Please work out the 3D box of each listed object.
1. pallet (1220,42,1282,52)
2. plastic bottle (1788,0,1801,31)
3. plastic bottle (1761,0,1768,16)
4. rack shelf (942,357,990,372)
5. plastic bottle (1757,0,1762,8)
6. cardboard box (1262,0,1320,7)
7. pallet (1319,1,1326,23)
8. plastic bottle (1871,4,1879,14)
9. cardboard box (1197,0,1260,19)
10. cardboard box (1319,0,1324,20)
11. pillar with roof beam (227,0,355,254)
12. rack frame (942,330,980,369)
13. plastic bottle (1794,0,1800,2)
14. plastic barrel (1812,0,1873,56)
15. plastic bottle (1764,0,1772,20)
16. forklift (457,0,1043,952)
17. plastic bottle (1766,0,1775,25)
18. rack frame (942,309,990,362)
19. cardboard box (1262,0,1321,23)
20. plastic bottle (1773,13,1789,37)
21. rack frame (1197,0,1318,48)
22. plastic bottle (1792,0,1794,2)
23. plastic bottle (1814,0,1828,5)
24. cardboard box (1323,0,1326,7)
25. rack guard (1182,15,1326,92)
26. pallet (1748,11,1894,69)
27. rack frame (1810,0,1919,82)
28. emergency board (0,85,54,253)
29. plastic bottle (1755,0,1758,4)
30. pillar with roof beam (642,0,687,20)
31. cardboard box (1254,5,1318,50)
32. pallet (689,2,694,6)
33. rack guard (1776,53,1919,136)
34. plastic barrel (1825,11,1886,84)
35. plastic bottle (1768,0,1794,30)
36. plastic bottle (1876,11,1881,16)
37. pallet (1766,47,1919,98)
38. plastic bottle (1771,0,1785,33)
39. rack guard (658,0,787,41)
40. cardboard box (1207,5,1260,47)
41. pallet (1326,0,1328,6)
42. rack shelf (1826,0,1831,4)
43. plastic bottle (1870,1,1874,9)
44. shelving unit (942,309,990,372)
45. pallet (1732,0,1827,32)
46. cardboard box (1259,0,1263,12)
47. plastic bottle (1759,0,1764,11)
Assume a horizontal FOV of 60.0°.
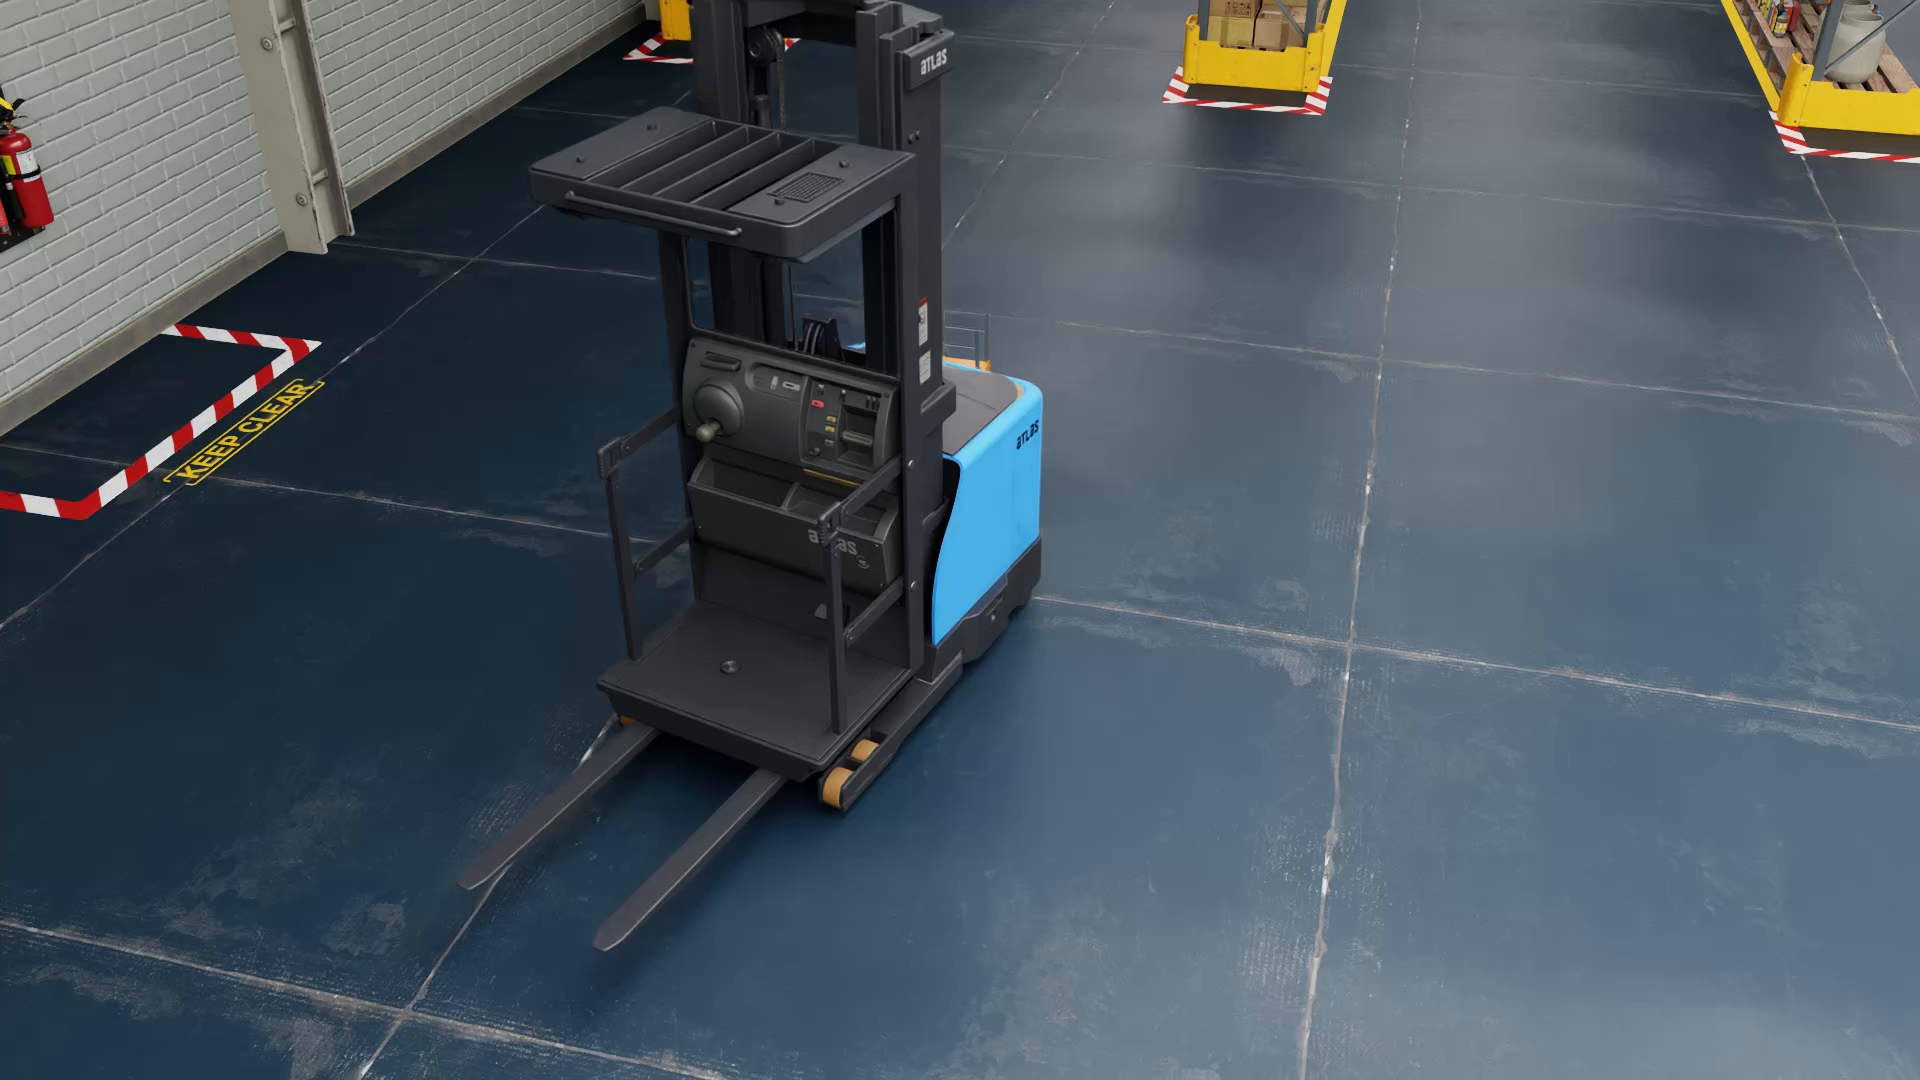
[{"bbox_3d":[2.703,-4.517,15.158,1.003,0.211,1.213,8,33,12],"label":"pallet"},{"bbox_3d":[7.576,-4.780,15.094,0.061,0.283,0.133,8,33,12],"label":"plastic bottle"},{"bbox_3d":[7.593,-5.077,15.500,0.144,0.351,0.185,8,33,12],"label":"plastic bottle"},{"bbox_3d":[-0.004,-0.765,7.747,0.258,0.103,0.180,8,33,13],"label":"rack shelf"},{"bbox_3d":[7.619,-5.189,15.739,0.061,0.283,0.133,9,34,15],"label":"plastic bottle"},{"bbox_3d":[3.026,-5.132,14.999,0.500,0.500,0.500,8,33,12],"label":"cardboard box"},{"bbox_3d":[3.015,-5.148,16.151,1.003,0.211,1.213,8,33,12],"label":"pallet"},{"bbox_3d":[8.177,-4.667,14.918,0.061,0.283,0.133,9,33,13],"label":"plastic bottle"},{"bbox_3d":[2.398,-4.943,14.702,0.500,0.500,0.500,8,33,12],"label":"cardboard box"},{"bbox_3d":[3.152,-5.075,15.609,0.500,0.250,0.500,8,33,12],"label":"cardboard box"},{"bbox_3d":[-0.260,-5.277,8.162,9.100,9.000,0.400,8,33,12],"label":"pillar with roof beam"},{"bbox_3d":[-0.027,-0.452,7.842,0.240,1.200,0.006,8,33,13],"label":"rack frame"},{"bbox_3d":[7.743,-5.039,15.509,0.152,0.276,0.135,8,33,12],"label":"plastic bottle"},{"bbox_3d":[7.560,-4.354,14.231,0.421,0.512,0.421,0,32,0],"label":"plastic barrel"},{"bbox_3d":[7.546,-4.981,15.348,0.144,0.351,0.185,9,34,14],"label":"plastic bottle"},{"bbox_3d":[-0.770,-0.451,6.227,1.130,2.935,3.031,16,36,24],"label":"forklift"},{"bbox_3d":[7.508,-4.863,15.232,0.152,0.276,0.135,7,33,11],"label":"plastic bottle"},{"bbox_3d":[0.020,-0.546,7.991,0.240,1.200,0.006,8,33,13],"label":"rack frame"},{"bbox_3d":[3.025,-4.816,15.201,0.500,0.250,0.500,8,33,12],"label":"cardboard box"},{"bbox_3d":[7.382,-4.632,14.939,0.097,0.201,0.097,0,32,0],"label":"plastic bottle"},{"bbox_3d":[2.550,-5.291,13.777,1.000,3.000,0.127,8,33,12],"label":"rack frame"},{"bbox_3d":[7.674,-4.924,15.398,0.097,0.201,0.097,0,32,0],"label":"plastic bottle"},{"bbox_3d":[8.272,-5.261,15.858,0.152,0.276,0.135,8,33,12],"label":"plastic bottle"},{"bbox_3d":[3.283,-5.334,16.016,0.500,0.250,0.500,8,33,12],"label":"cardboard box"},{"bbox_3d":[2.544,-4.224,14.428,1.175,0.500,0.348,8,33,12],"label":"rack guard"},{"bbox_3d":[7.837,-4.536,15.188,1.003,0.211,1.213,8,33,12],"label":"pallet"},{"bbox_3d":[7.340,-4.615,12.713,1.000,3.000,0.127,8,33,12],"label":"rack frame"},{"bbox_3d":[-5.088,-2.054,8.685,0.194,1.169,0.643,8,33,12],"label":"emergency board"},{"bbox_3d":[7.701,-5.298,15.847,0.144,0.351,0.185,7,33,10],"label":"plastic bottle"},{"bbox_3d":[1.262,-8.390,13.060,9.100,9.000,0.400,8,33,12],"label":"pillar with roof beam"},{"bbox_3d":[2.901,-4.556,14.792,0.500,0.250,0.500,8,33,12],"label":"cardboard box"},{"bbox_3d":[-1.983,-5.243,16.301,1.003,0.211,1.213,8,33,12],"label":"pallet"},{"bbox_3d":[7.314,-3.606,13.456,1.175,0.500,0.348,8,33,12],"label":"rack guard"},{"bbox_3d":[7.433,-4.094,13.821,0.421,0.512,0.421,0,32,0],"label":"plastic barrel"},{"bbox_3d":[7.473,-4.791,15.119,0.152,0.276,0.135,8,33,13],"label":"plastic bottle"},{"bbox_3d":[8.102,-4.547,14.740,0.097,0.271,0.097,0,32,0],"label":"plastic bottle"},{"bbox_3d":[7.525,-3.905,14.195,1.003,0.211,1.213,8,33,12],"label":"pallet"},{"bbox_3d":[7.394,-4.730,15.016,0.061,0.283,0.133,9,33,14],"label":"plastic bottle"},{"bbox_3d":[-2.223,-4.948,15.567,1.175,0.500,0.348,8,33,12],"label":"rack guard"},{"bbox_3d":[2.400,-4.626,14.903,0.500,0.250,0.500,8,33,12],"label":"cardboard box"},{"bbox_3d":[3.323,-5.783,17.150,1.003,0.211,1.213,8,33,12],"label":"pallet"},{"bbox_3d":[7.848,-5.349,14.539,1.077,0.370,4.000,8,33,12],"label":"rack shelf"},{"bbox_3d":[8.189,-4.725,15.020,0.097,0.271,0.097,0,32,0],"label":"plastic bottle"},{"bbox_3d":[-0.004,-0.499,7.917,0.258,1.200,0.189,8,33,13],"label":"shelving unit"},{"bbox_3d":[8.145,-5.171,16.187,1.003,0.211,1.213,8,33,12],"label":"pallet"},{"bbox_3d":[2.515,-4.888,15.314,0.500,0.250,0.500,8,33,12],"label":"cardboard box"},{"bbox_3d":[7.607,-5.091,15.661,0.097,0.201,0.097,0,32,0],"label":"plastic bottle"}]
